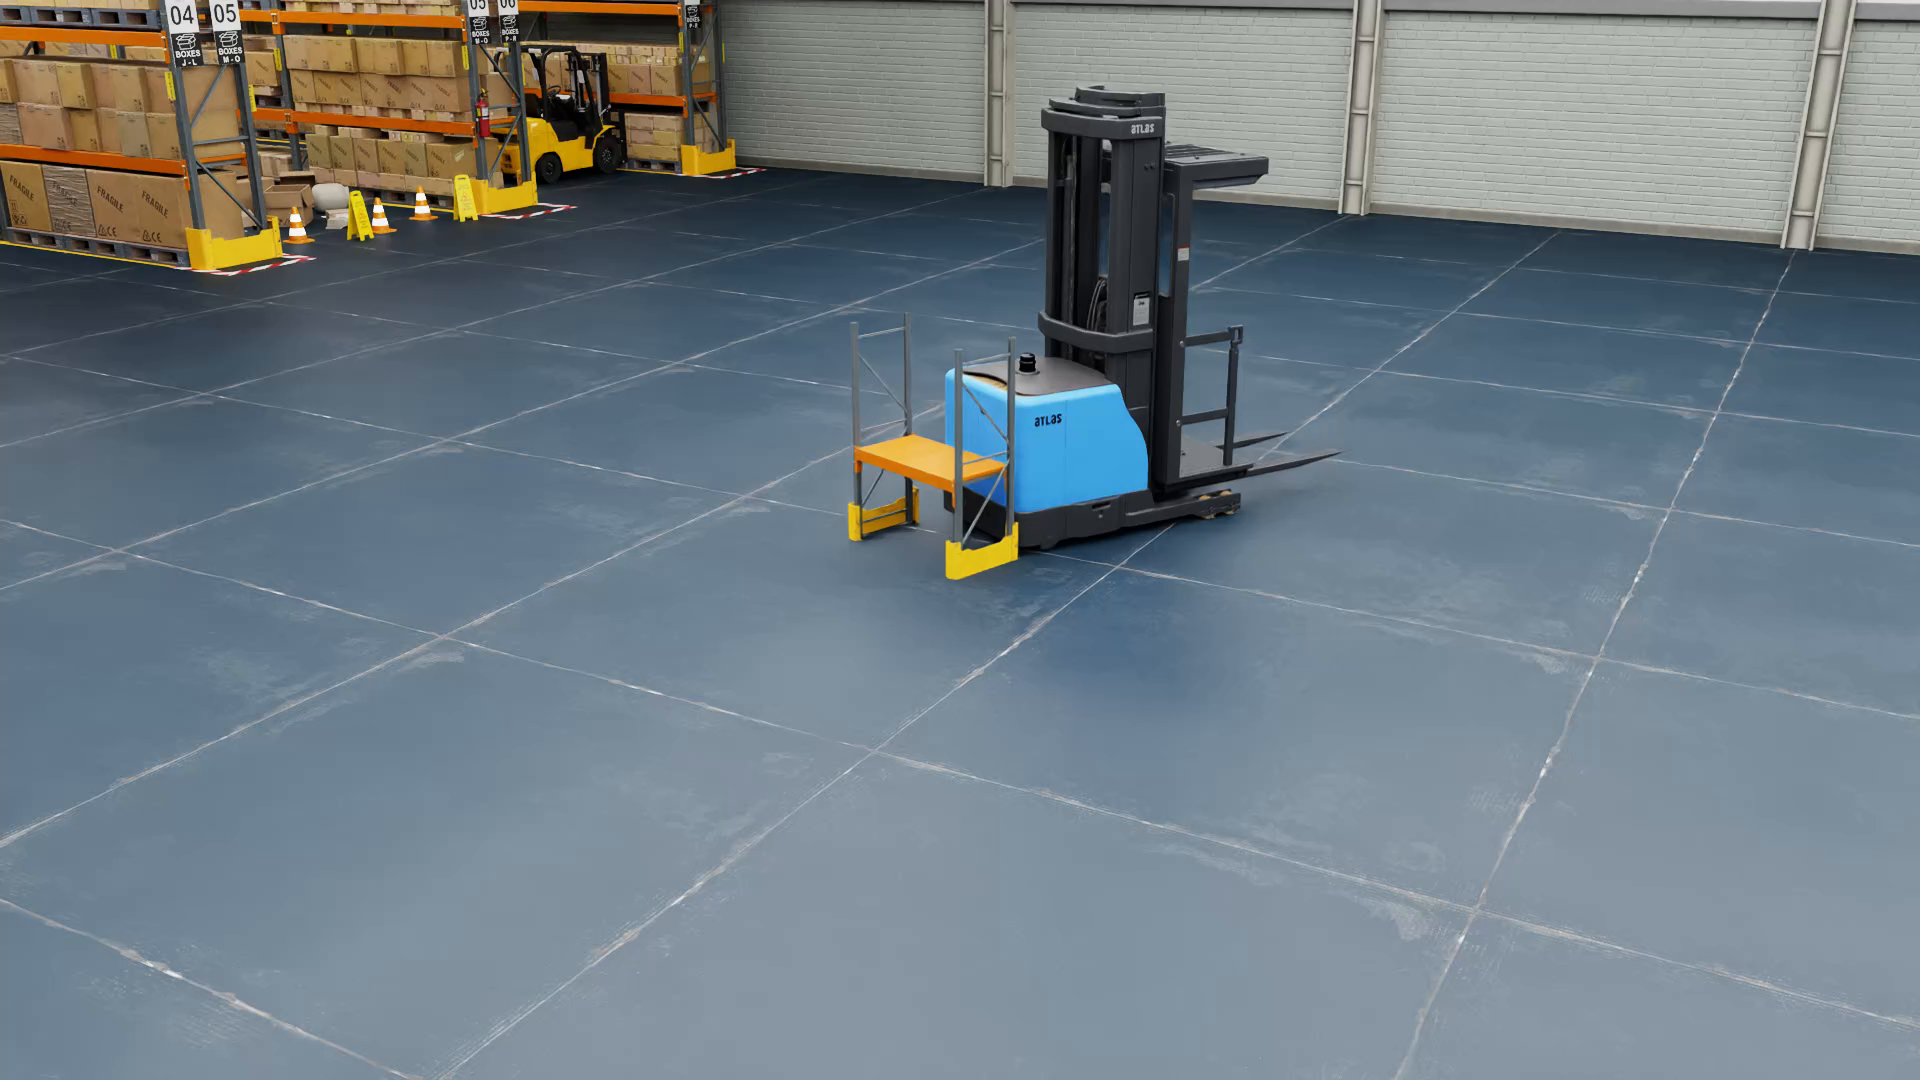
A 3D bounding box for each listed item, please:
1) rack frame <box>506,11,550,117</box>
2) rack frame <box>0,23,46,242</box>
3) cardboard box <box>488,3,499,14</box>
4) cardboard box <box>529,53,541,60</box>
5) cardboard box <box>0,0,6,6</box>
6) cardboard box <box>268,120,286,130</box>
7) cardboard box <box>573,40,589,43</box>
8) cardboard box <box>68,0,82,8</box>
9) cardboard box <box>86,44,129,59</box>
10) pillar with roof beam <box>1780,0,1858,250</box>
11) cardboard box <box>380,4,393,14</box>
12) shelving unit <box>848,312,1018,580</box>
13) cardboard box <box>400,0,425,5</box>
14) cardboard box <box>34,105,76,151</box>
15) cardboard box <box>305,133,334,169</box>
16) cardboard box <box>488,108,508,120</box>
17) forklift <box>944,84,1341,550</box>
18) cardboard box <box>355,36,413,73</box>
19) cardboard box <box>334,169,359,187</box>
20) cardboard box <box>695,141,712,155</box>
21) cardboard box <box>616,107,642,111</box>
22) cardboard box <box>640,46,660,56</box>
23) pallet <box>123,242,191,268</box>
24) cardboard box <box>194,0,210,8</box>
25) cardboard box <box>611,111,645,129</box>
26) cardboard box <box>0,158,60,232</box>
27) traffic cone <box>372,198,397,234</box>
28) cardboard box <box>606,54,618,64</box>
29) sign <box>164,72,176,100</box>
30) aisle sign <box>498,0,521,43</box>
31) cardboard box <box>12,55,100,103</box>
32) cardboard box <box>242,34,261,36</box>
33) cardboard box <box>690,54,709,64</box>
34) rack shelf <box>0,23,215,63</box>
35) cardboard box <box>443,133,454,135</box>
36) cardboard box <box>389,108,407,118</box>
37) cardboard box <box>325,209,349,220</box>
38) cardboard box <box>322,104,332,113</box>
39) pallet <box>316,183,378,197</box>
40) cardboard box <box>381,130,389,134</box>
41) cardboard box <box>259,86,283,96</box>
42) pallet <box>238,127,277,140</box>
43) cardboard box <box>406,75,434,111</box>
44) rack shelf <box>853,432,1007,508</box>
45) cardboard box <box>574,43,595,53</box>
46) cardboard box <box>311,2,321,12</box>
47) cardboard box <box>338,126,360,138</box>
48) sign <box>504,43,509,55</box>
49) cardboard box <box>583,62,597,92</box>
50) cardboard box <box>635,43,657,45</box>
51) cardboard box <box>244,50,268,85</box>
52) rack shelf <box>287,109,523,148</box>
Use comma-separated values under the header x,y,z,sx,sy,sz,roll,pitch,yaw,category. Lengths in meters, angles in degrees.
x,y,z,sx,sy,sz,roll,pitch,yaw,category
-7.921,-8.570,30.593,0.127,3.000,1.000,11,23,27,rack frame
-12.664,-5.602,22.409,0.127,3.000,1.000,11,23,27,rack frame
-6.977,-7.871,24.634,0.250,0.149,0.380,11,23,27,cardboard box
-7.544,-8.748,29.986,0.250,0.149,0.380,11,23,29,cardboard box
-12.068,-6.892,21.173,0.250,0.149,0.380,11,23,27,cardboard box
-13.689,-8.606,33.740,0.500,0.500,0.500,10,22,26,cardboard box
-6.809,-8.982,30.193,0.250,0.149,0.380,10,22,26,cardboard box
-10.736,-6.639,20.475,0.250,0.149,0.380,11,23,28,cardboard box
-14.409,-8.282,28.186,0.500,0.500,0.500,10,22,26,cardboard box
9.018,-6.834,17.010,0.400,9.000,9.100,11,23,27,pillar with roof beam
-8.398,-7.916,24.759,0.250,0.149,0.380,10,22,26,cardboard box
-0.189,-0.647,10.949,0.587,1.500,1.083,-17,26,-39,shelving unit
-7.856,-7.999,24.403,0.500,0.250,0.500,10,22,27,cardboard box
-11.431,-5.405,21.646,0.550,0.550,0.875,11,23,27,cardboard box
-9.955,-6.171,26.295,0.500,0.500,0.500,12,23,30,cardboard box
-7.042,-6.427,25.052,0.250,0.149,0.380,11,23,28,cardboard box
1.412,-1.667,11.662,3.031,2.935,1.130,-12,23,-29,forklift
-8.700,-7.369,25.231,0.500,0.500,0.700,11,22,27,cardboard box
-9.483,-5.733,26.187,0.500,0.250,0.500,12,23,30,cardboard box
-4.762,-6.950,29.542,0.500,0.250,0.500,11,23,28,cardboard box
-6.069,-7.672,30.066,0.500,0.250,0.500,10,22,26,cardboard box
-5.316,-8.461,28.757,0.250,0.149,0.380,11,23,28,cardboard box
-9.908,-3.735,21.353,1.213,0.211,1.003,11,23,27,pallet
-9.315,-6.625,20.438,0.250,0.149,0.380,11,23,28,cardboard box
-5.877,-7.428,29.393,0.500,0.250,0.500,11,23,28,cardboard box
-12.149,-4.675,22.354,0.875,0.875,0.875,11,23,28,cardboard box
-8.095,-4.535,23.188,0.334,0.463,0.336,11,23,27,traffic cone
-6.000,-8.437,29.129,0.250,0.149,0.380,11,23,28,cardboard box
-9.449,-5.433,19.898,0.005,0.325,0.100,11,23,27,sign
-6.641,-7.731,24.466,0.004,0.787,0.394,11,23,27,aisle sign
-11.822,-6.051,21.845,0.550,0.550,0.875,11,23,27,cardboard box
-14.592,-9.998,33.767,0.500,0.500,0.700,11,23,29,cardboard box
-4.598,-8.391,29.000,0.250,0.149,0.380,10,22,26,cardboard box
-10.918,-6.341,21.103,4.000,0.370,1.077,11,23,27,rack shelf
-9.713,-7.991,31.861,0.625,0.625,0.875,10,22,25,cardboard box
-8.428,-6.499,25.251,0.250,0.149,0.380,11,22,27,cardboard box
-8.975,-4.703,24.113,0.380,0.149,0.250,-11,23,-29,cardboard box
-9.727,-6.764,25.983,0.250,0.149,0.380,11,23,27,cardboard box
-9.735,-5.680,26.714,1.213,0.211,1.003,11,23,27,pallet
-9.246,-6.247,26.504,0.500,0.500,0.500,11,23,28,cardboard box
-10.922,-7.175,26.498,0.250,0.149,0.380,11,23,28,cardboard box
-14.176,-8.466,34.394,1.213,0.211,1.003,11,23,27,pallet
-7.889,-6.707,24.872,0.500,0.500,0.500,11,23,27,cardboard box
-0.183,-0.476,11.004,0.538,0.185,1.000,-17,26,-39,rack shelf
-6.624,-8.730,29.499,0.250,0.149,0.380,11,23,27,cardboard box
-9.714,-8.191,25.516,0.250,0.149,0.380,11,23,27,cardboard box
-9.425,-6.352,25.844,0.250,0.149,0.380,12,23,29,cardboard box
-8.177,-8.914,29.959,0.005,0.325,0.100,11,23,27,sign
-6.326,-8.210,29.454,0.500,0.500,0.500,11,23,28,cardboard box
-5.518,-8.692,29.393,0.250,0.149,0.380,12,23,29,cardboard box
-11.287,-7.567,26.628,0.500,0.500,0.500,11,23,28,cardboard box
-8.592,-6.421,25.723,4.000,0.370,1.077,11,23,27,rack shelf
